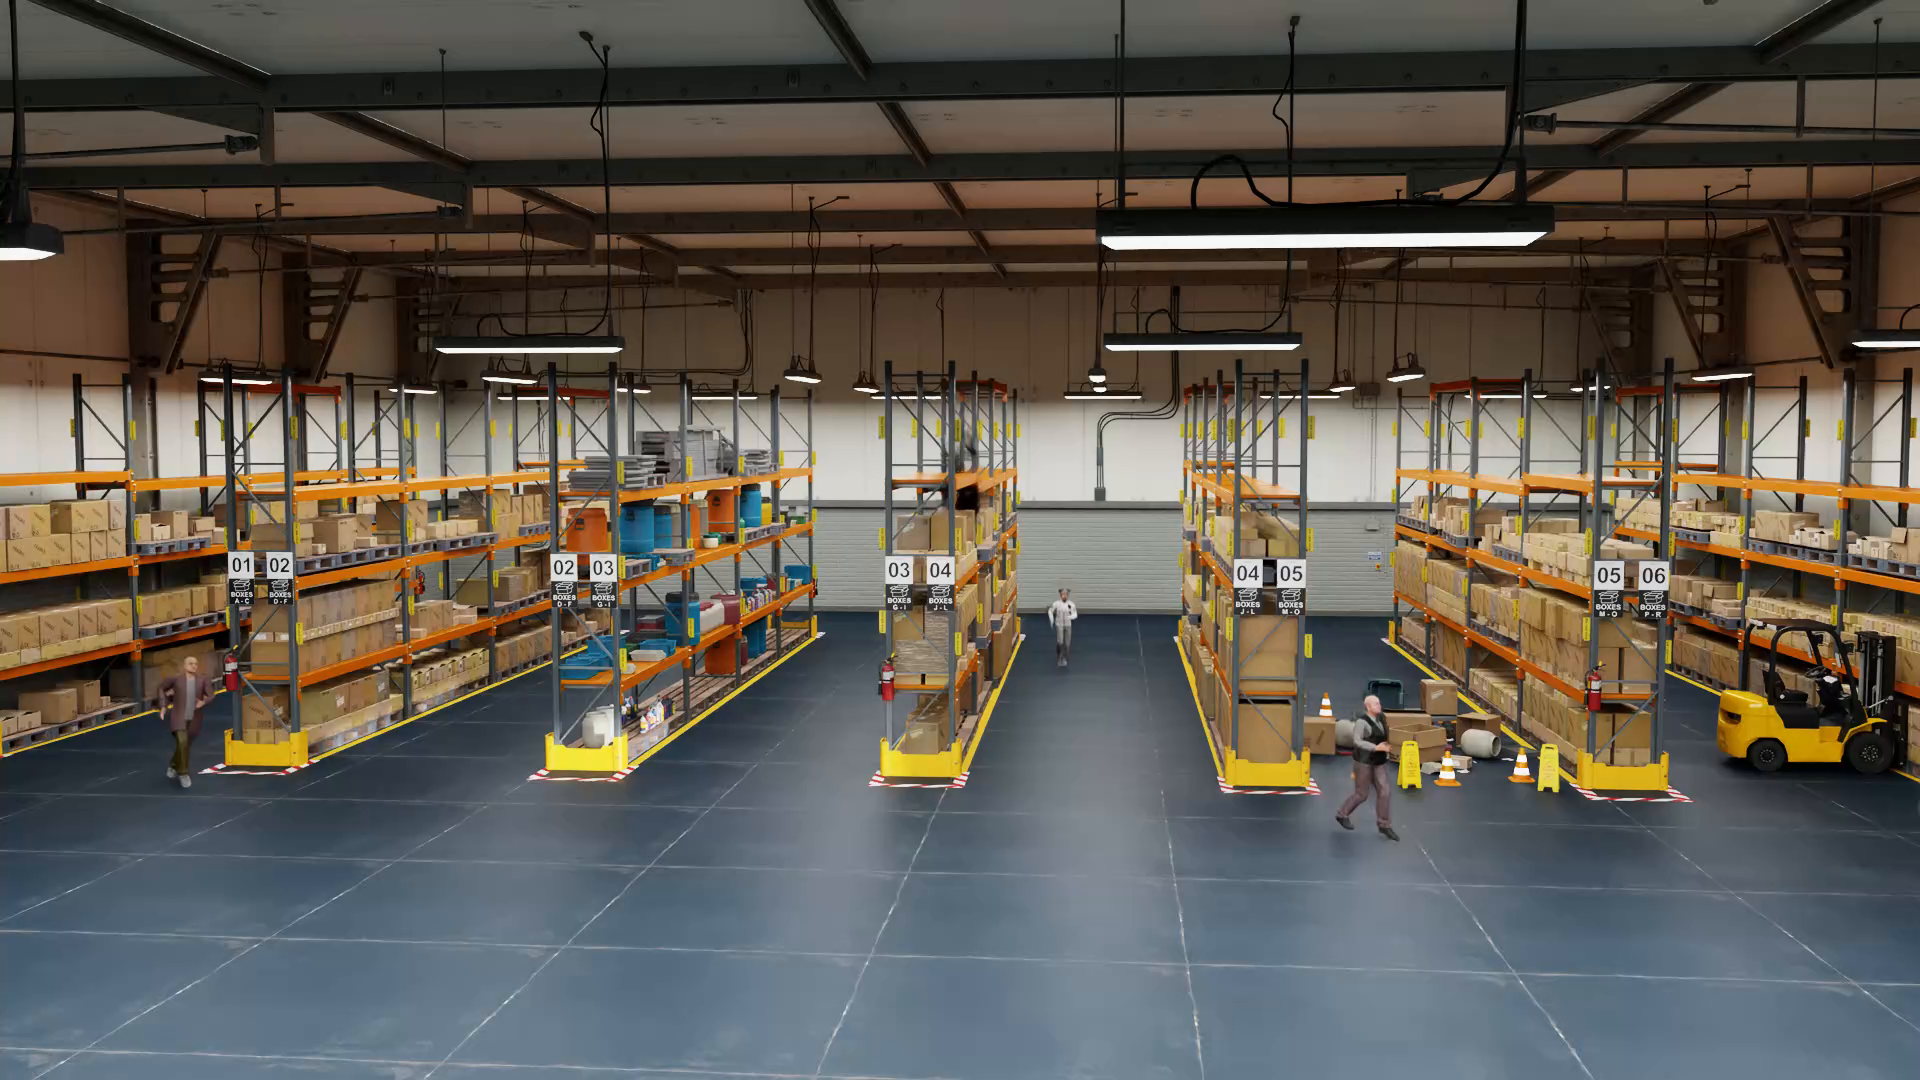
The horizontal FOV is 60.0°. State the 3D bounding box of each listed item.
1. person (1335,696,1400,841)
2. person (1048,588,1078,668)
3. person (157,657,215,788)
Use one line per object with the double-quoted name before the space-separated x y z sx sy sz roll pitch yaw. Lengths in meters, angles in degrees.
"person" 5.038 2.793 20.520 0.674 1.774 0.815 -3 5 -42
"person" 2.185 1.850 35.091 0.584 1.691 0.659 0 4 -4
"person" -10.972 2.553 23.659 0.696 1.769 0.985 -3 5 -41
